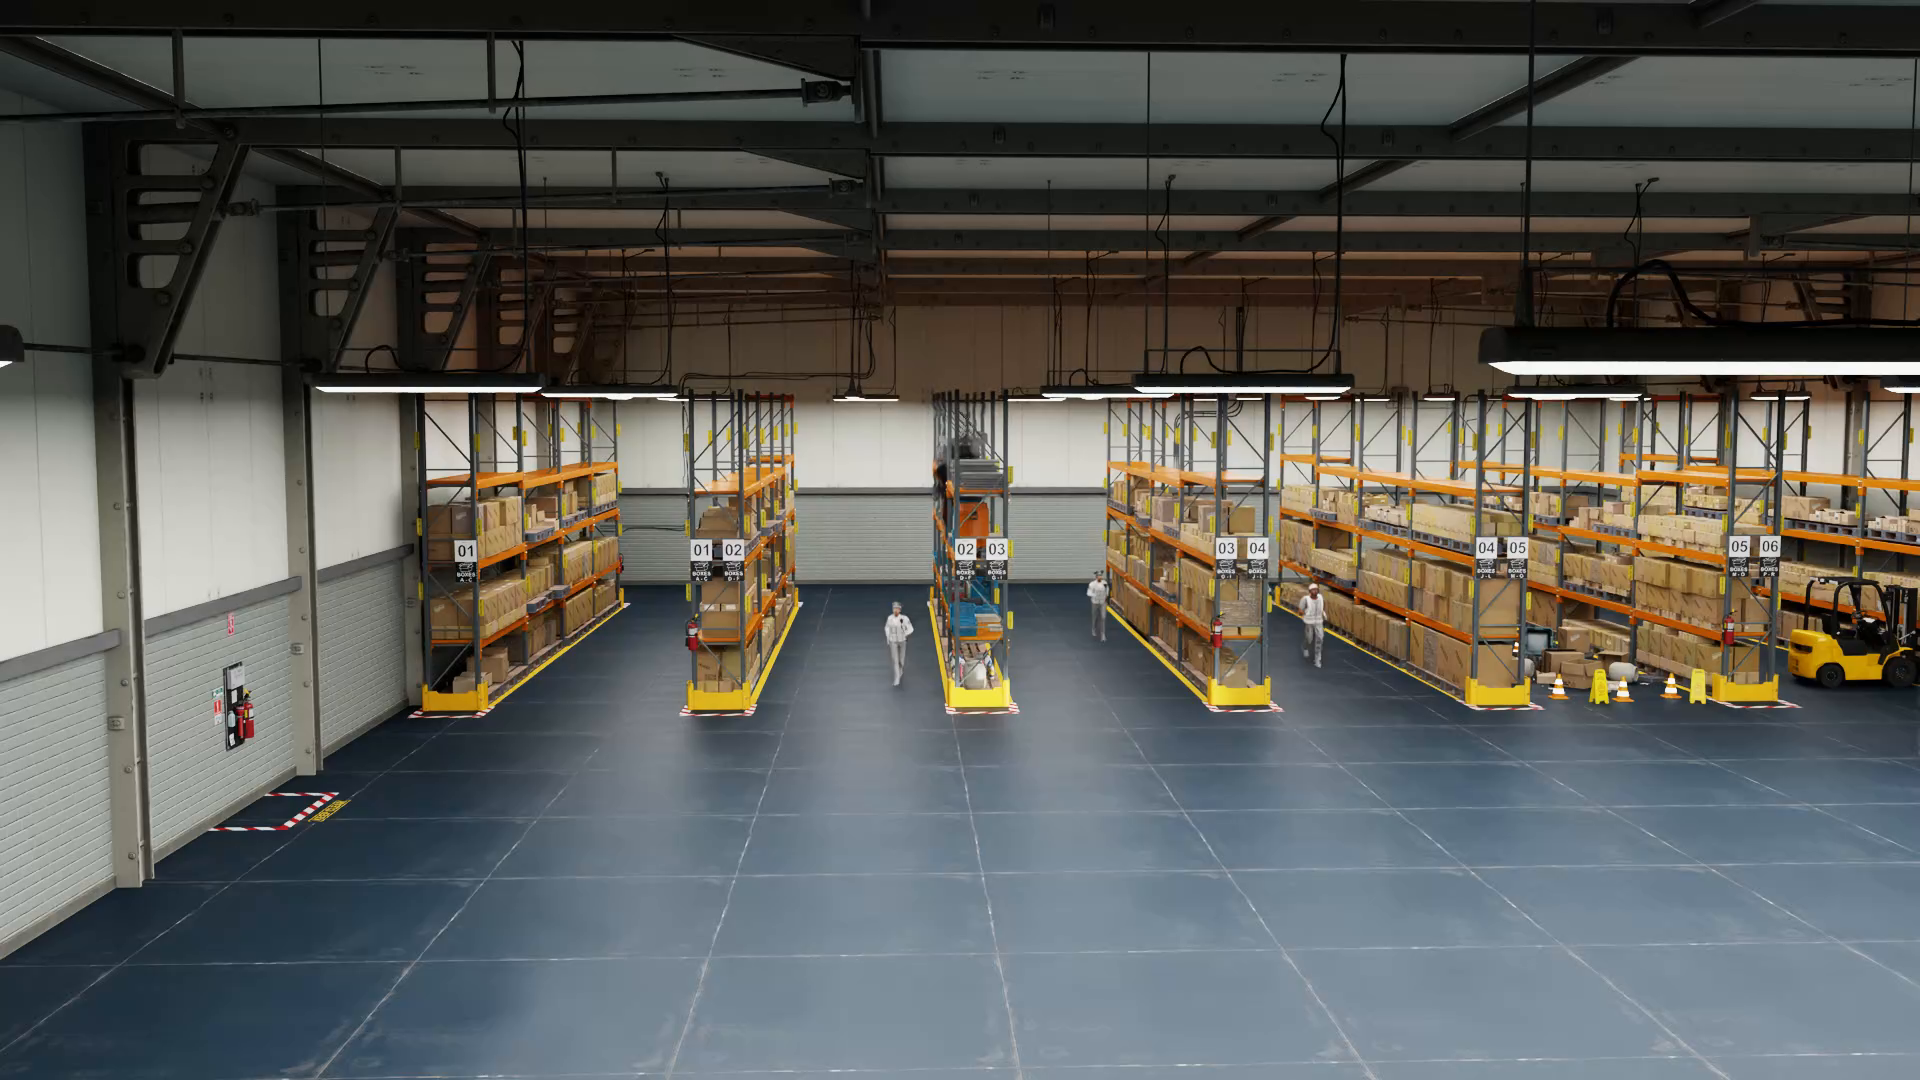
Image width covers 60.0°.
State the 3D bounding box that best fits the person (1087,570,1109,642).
[{"bbox_3d":[3.372,1.572,40.534,0.562,1.715,0.857,0,5,-2],"label":"person"}]

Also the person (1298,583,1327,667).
[{"bbox_3d":[7.774,1.860,36.682,0.715,1.829,0.948,-1,5,-11],"label":"person"}]

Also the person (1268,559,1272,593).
[{"bbox_3d":[8.752,0.910,48.928,0.899,1.610,0.622,0,5,4],"label":"person"}]

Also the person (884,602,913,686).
[{"bbox_3d":[-1.265,2.104,34.223,0.611,1.697,0.765,0,5,5],"label":"person"}]
